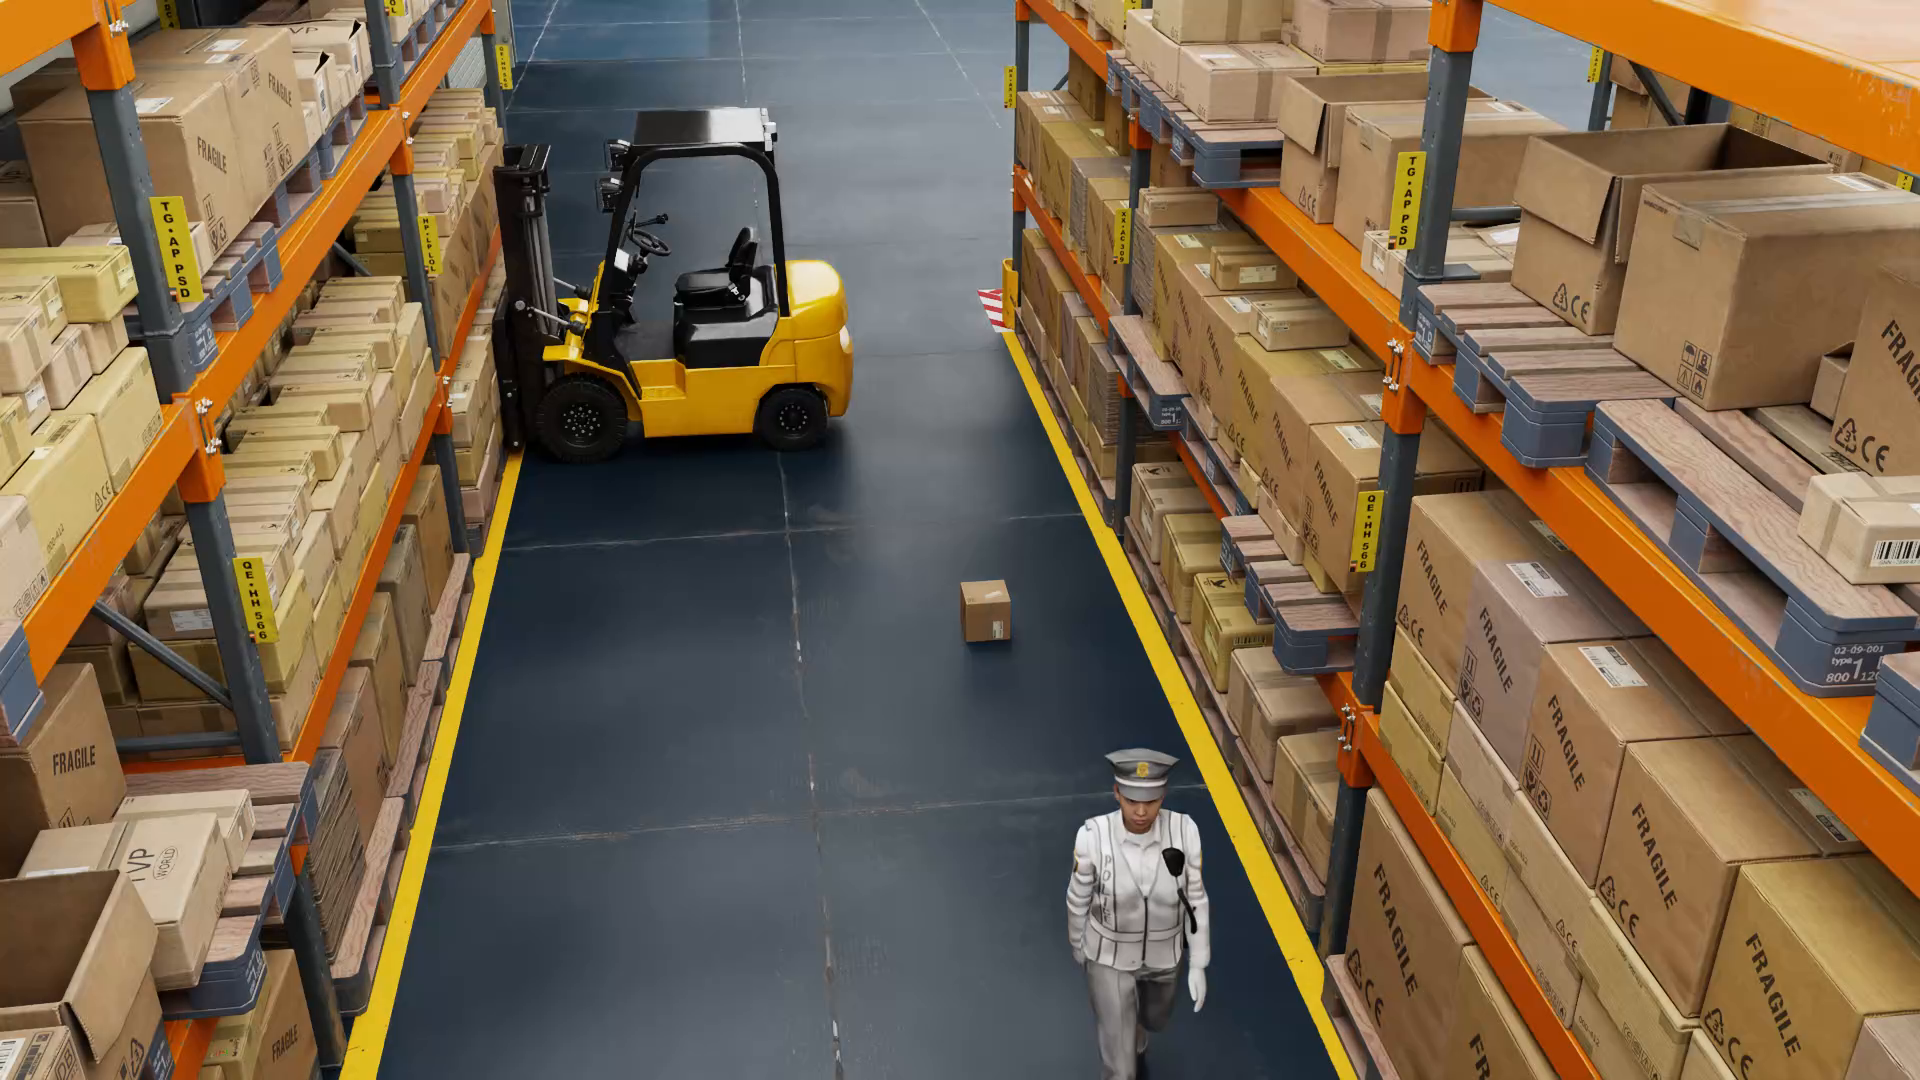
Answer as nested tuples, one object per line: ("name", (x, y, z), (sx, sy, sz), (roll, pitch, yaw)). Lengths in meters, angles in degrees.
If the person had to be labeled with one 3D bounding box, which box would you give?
("person", (0.618, 1.417, 5.824), (0.477, 1.645, 0.935), (-4, 28, -8))
